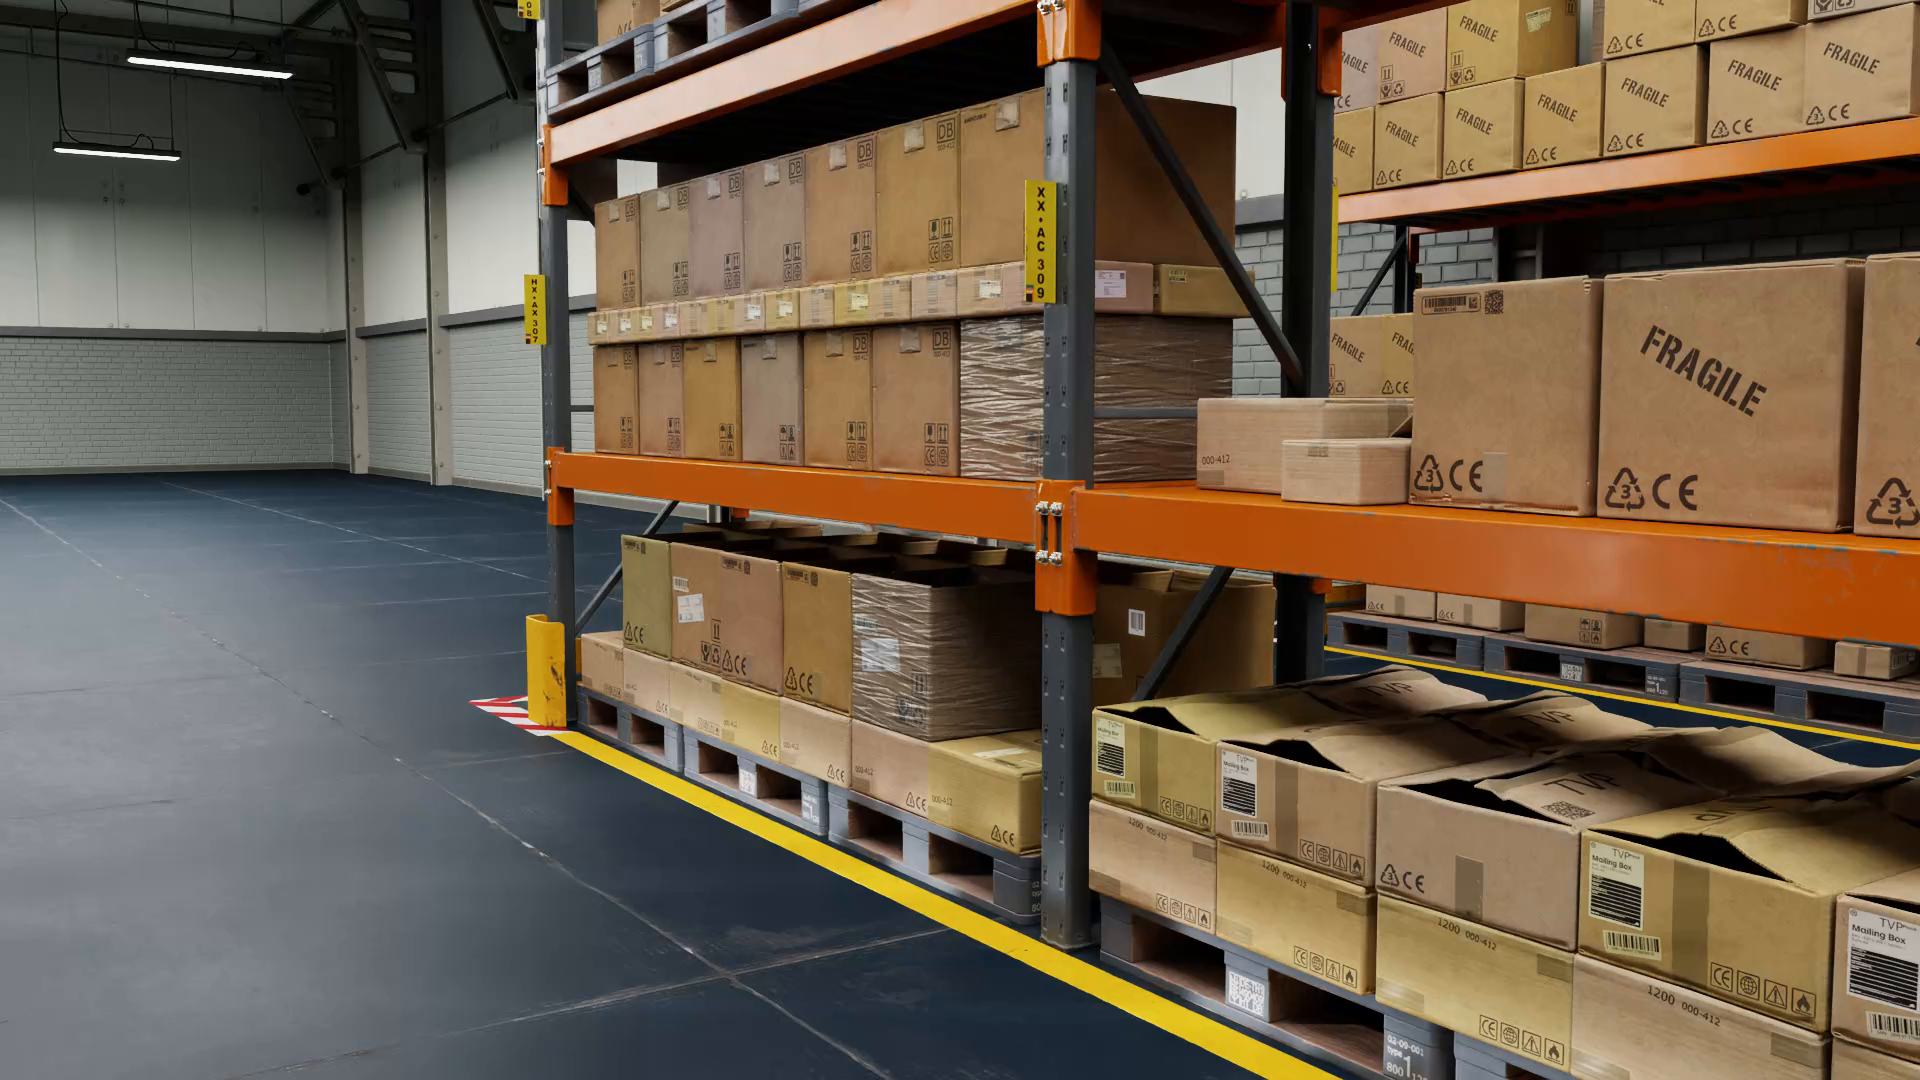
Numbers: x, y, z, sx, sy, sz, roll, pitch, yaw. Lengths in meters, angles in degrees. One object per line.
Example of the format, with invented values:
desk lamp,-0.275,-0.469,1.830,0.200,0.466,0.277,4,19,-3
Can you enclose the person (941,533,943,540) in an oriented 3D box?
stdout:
person,-0.287,-0.039,9.150,0.466,1.672,0.391,-3,6,-32
